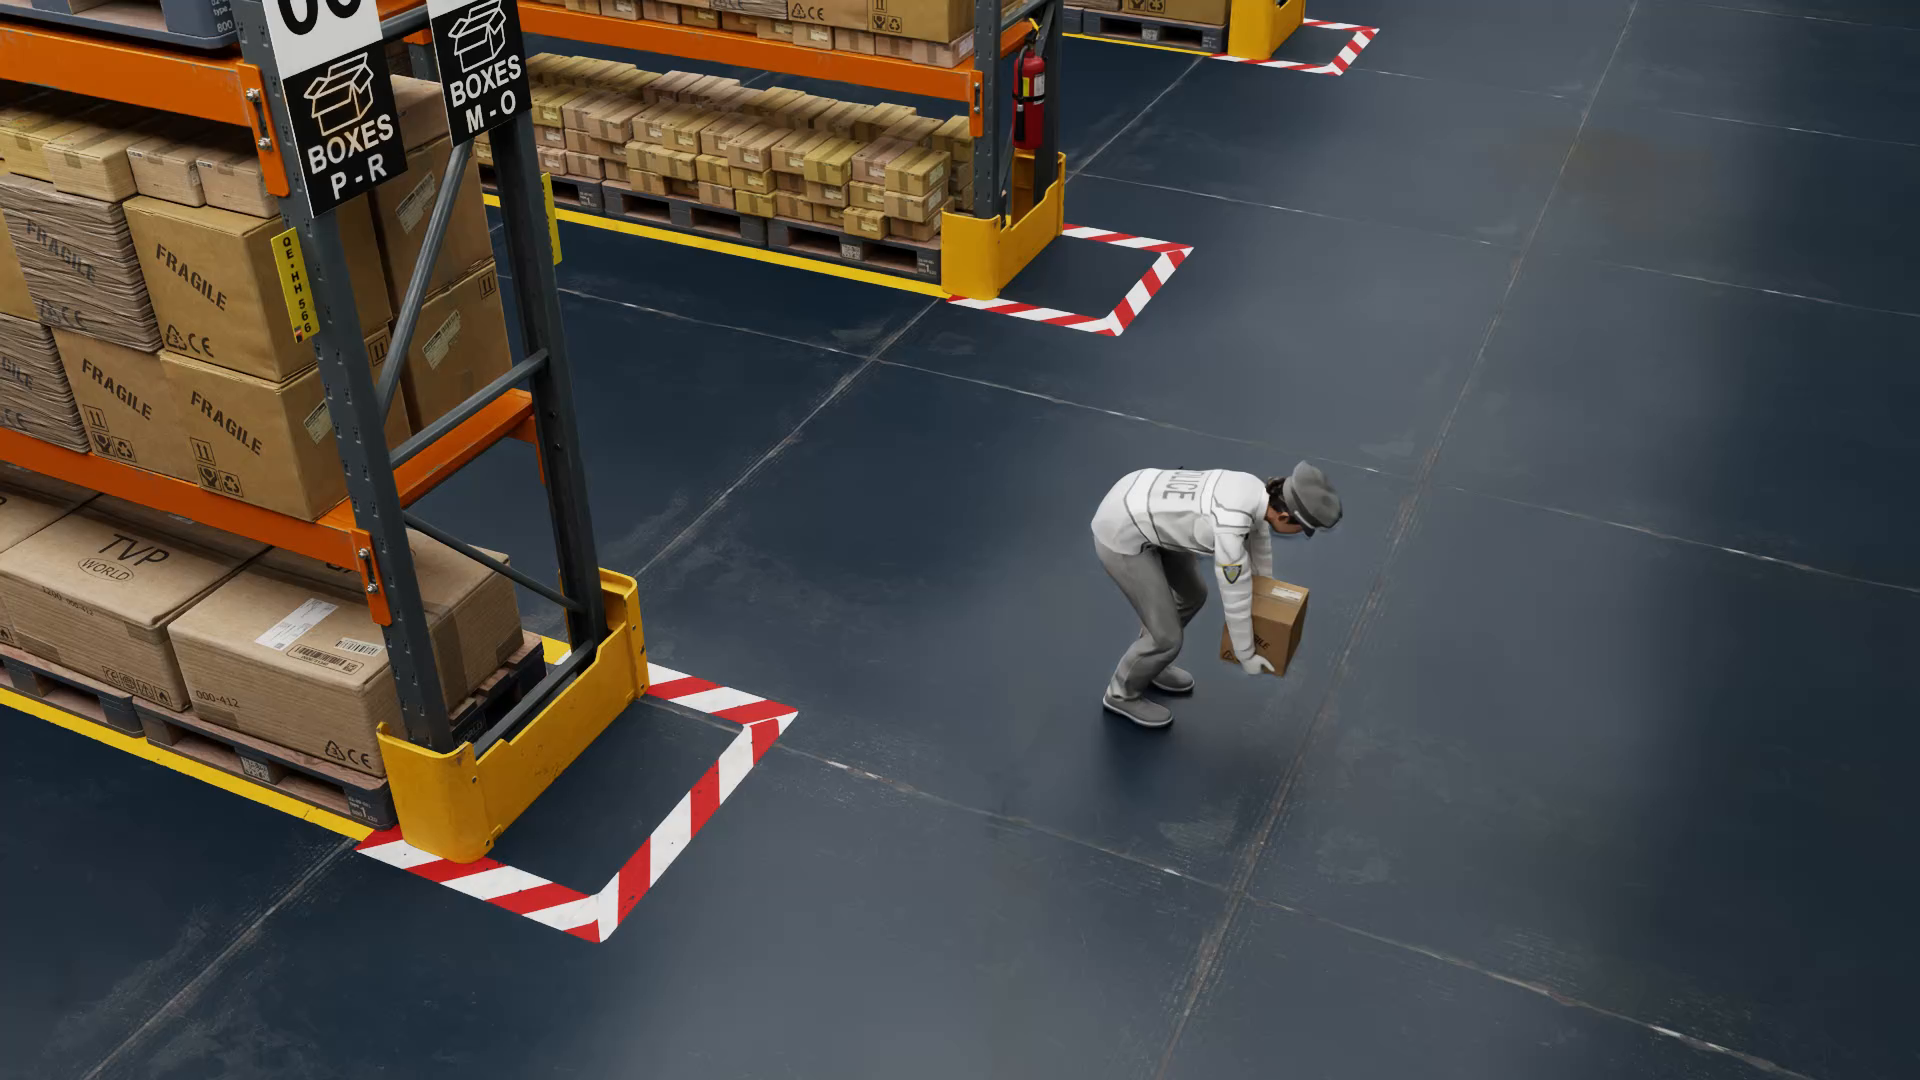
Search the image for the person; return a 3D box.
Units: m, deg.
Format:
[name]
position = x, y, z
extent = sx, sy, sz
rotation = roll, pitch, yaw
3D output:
[person]
position = 0.939, 0.187, 6.296
extent = 0.908, 1.185, 0.432
rotation = 13, 36, 18
